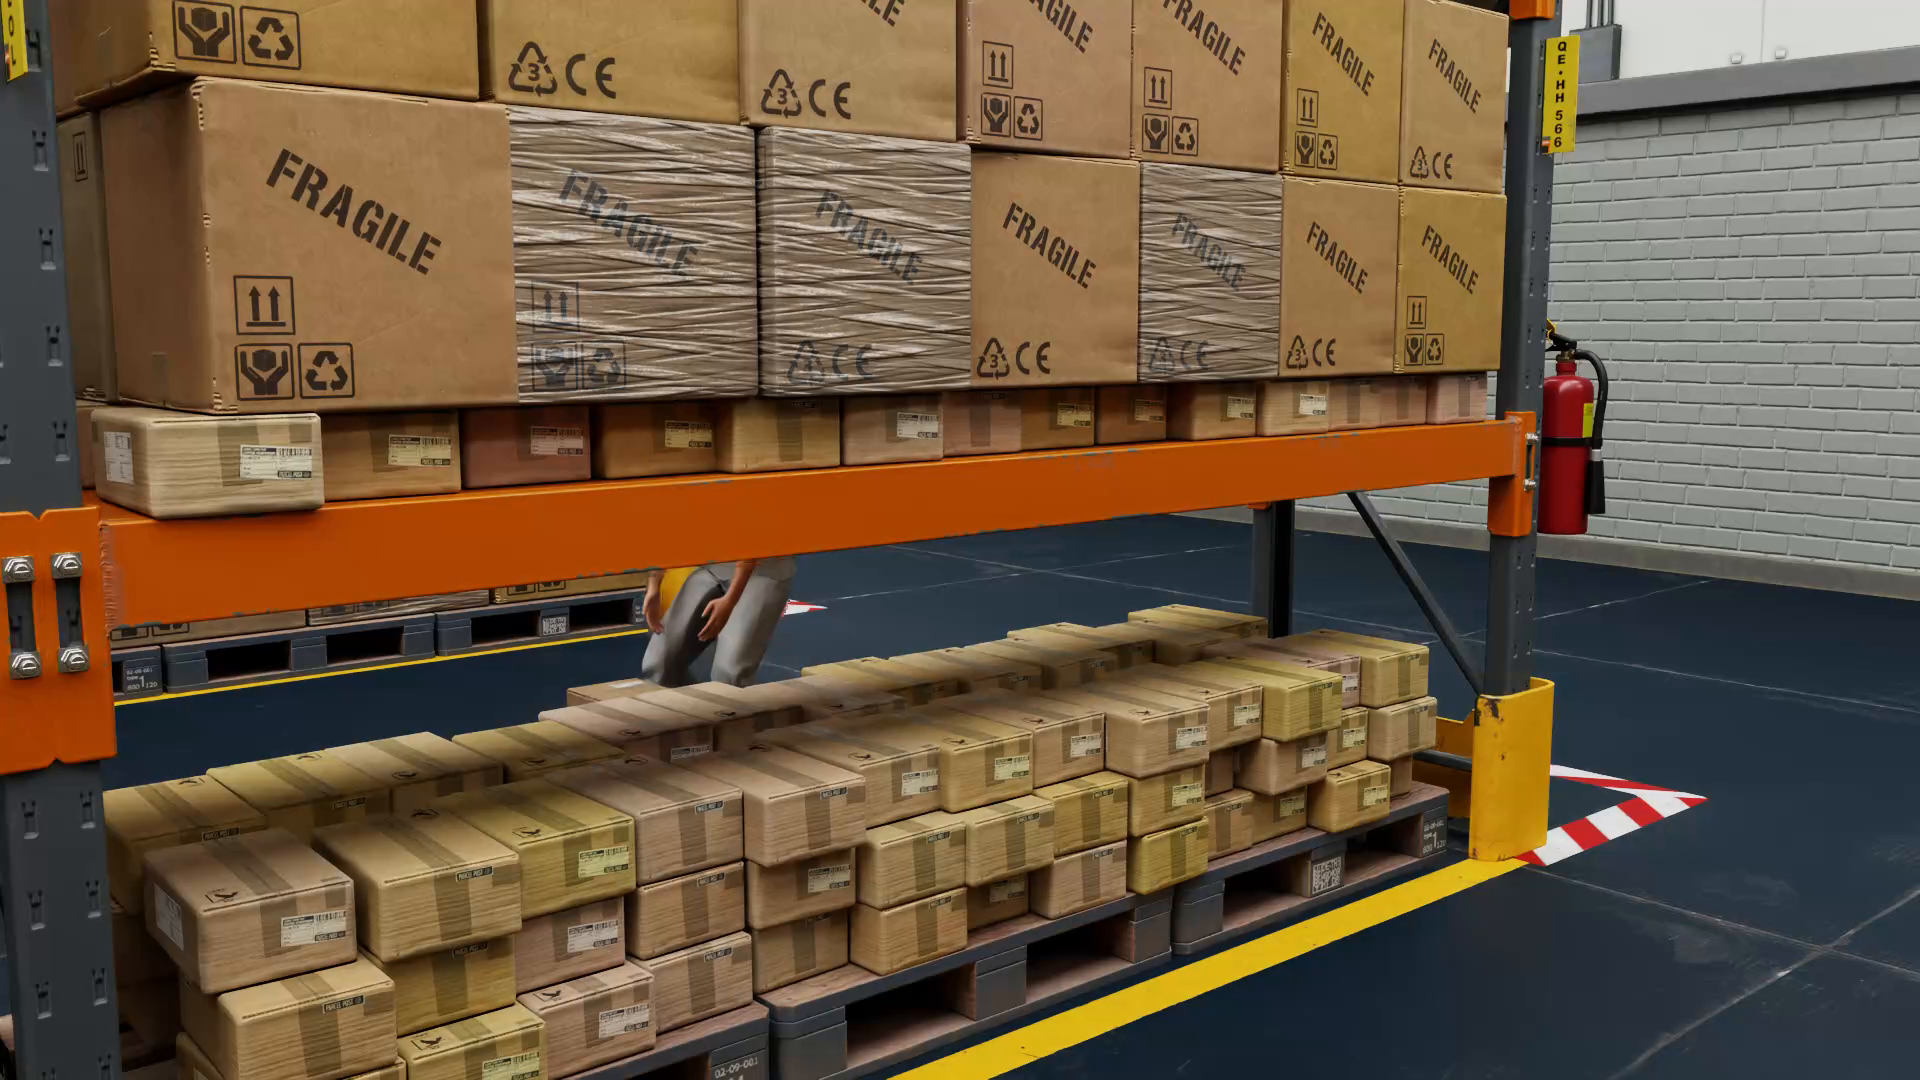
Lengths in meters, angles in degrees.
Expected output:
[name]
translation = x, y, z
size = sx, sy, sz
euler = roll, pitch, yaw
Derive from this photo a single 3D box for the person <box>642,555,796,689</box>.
[person]
translation = -0.785, 0.151, 5.468
size = 0.488, 1.469, 0.574
euler = 6, 9, 36
